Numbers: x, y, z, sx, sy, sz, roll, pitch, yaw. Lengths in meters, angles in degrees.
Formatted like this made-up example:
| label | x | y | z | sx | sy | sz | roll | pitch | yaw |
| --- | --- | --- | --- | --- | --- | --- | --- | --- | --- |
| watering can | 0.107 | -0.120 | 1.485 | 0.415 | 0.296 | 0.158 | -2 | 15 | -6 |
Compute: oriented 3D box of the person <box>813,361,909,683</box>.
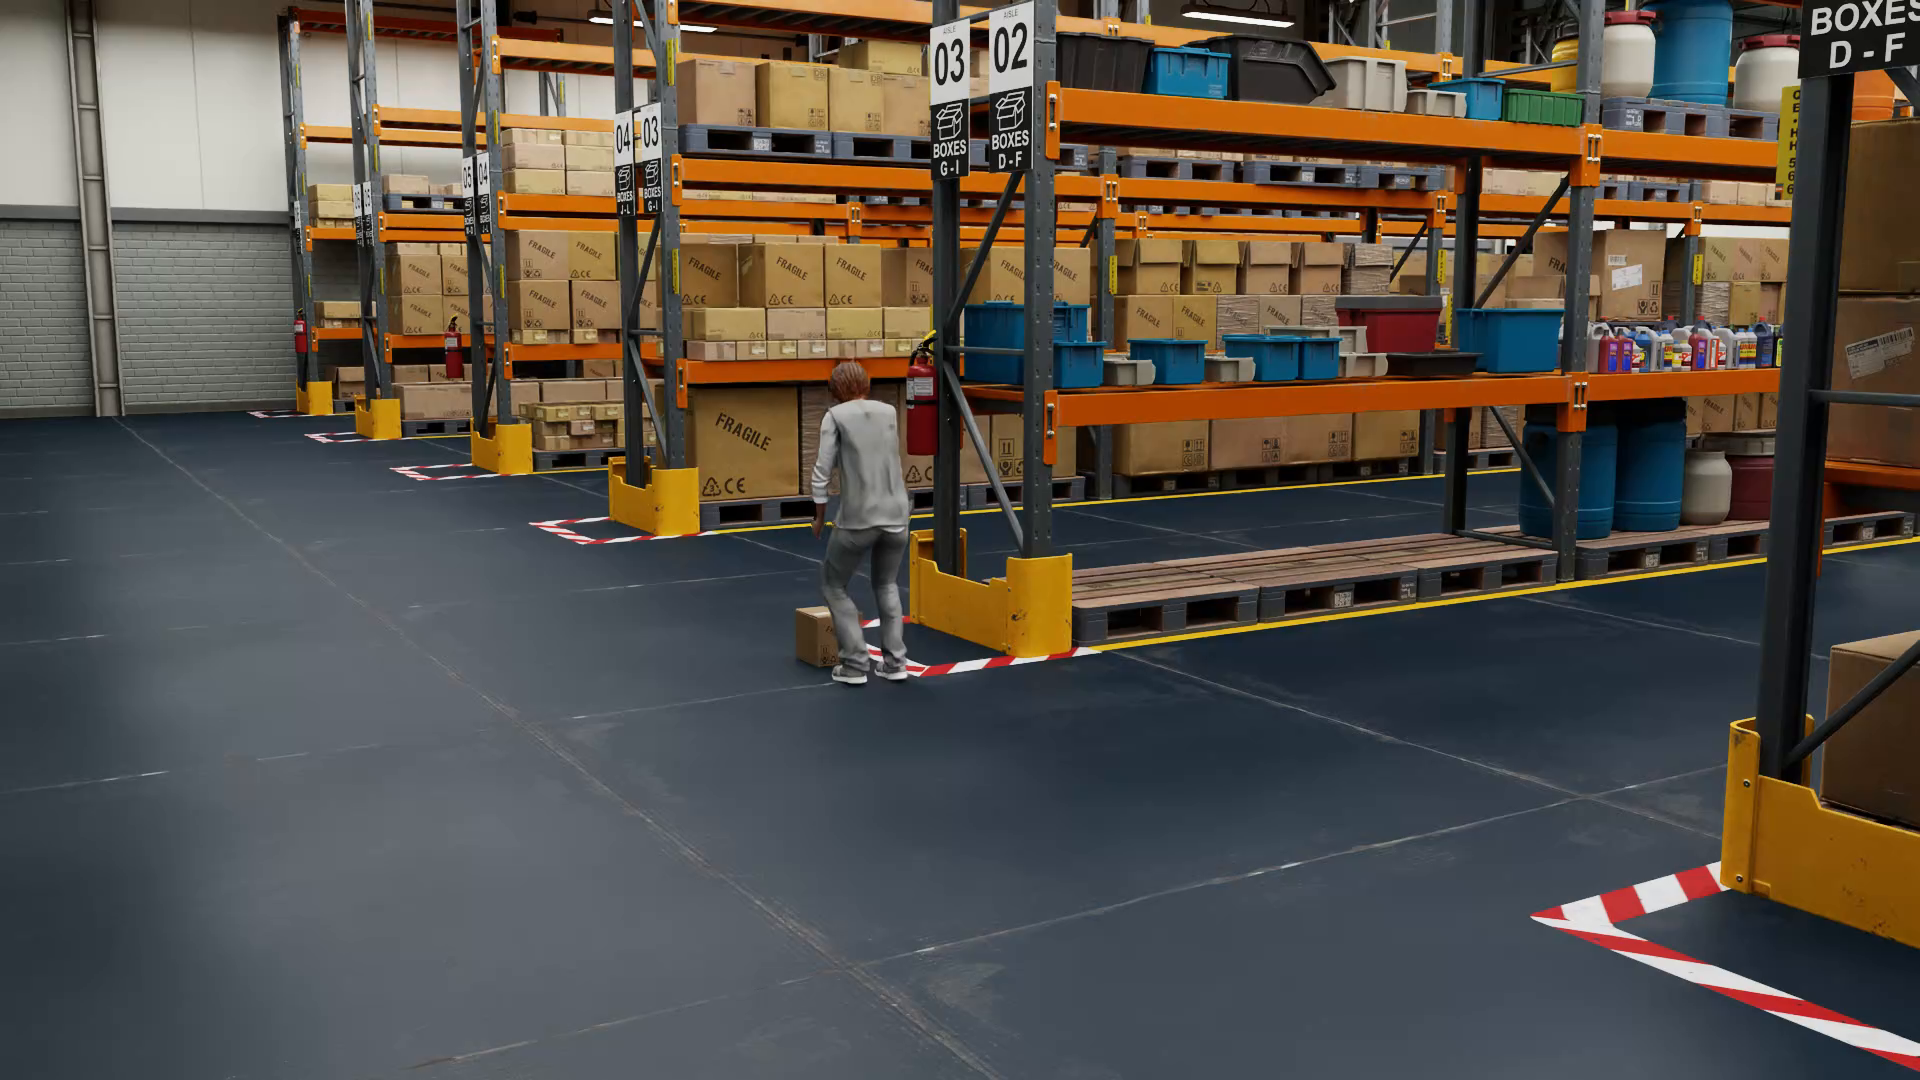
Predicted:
| label | x | y | z | sx | sy | sz | roll | pitch | yaw |
| --- | --- | --- | --- | --- | --- | --- | --- | --- | --- |
| person | -0.467 | -0.069 | 7.767 | 0.427 | 1.483 | 0.447 | -4 | 9 | -26 |
